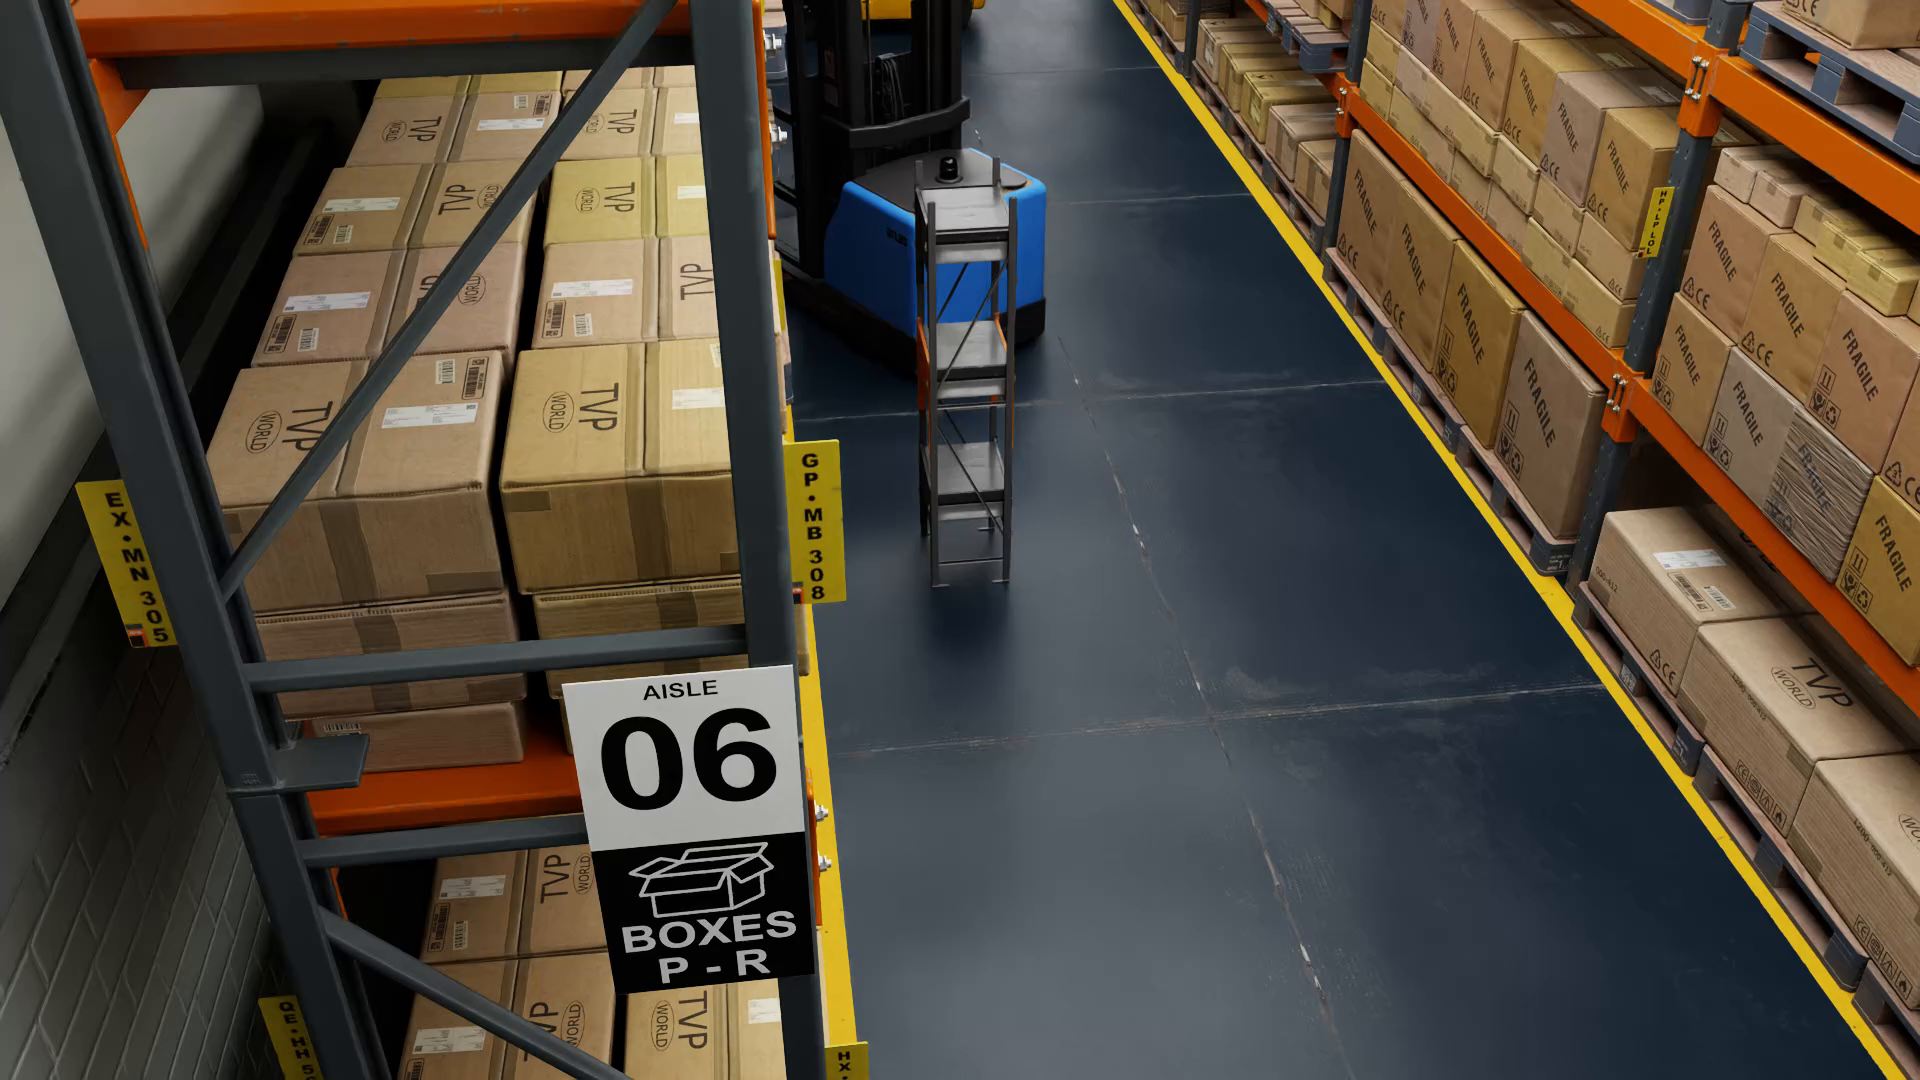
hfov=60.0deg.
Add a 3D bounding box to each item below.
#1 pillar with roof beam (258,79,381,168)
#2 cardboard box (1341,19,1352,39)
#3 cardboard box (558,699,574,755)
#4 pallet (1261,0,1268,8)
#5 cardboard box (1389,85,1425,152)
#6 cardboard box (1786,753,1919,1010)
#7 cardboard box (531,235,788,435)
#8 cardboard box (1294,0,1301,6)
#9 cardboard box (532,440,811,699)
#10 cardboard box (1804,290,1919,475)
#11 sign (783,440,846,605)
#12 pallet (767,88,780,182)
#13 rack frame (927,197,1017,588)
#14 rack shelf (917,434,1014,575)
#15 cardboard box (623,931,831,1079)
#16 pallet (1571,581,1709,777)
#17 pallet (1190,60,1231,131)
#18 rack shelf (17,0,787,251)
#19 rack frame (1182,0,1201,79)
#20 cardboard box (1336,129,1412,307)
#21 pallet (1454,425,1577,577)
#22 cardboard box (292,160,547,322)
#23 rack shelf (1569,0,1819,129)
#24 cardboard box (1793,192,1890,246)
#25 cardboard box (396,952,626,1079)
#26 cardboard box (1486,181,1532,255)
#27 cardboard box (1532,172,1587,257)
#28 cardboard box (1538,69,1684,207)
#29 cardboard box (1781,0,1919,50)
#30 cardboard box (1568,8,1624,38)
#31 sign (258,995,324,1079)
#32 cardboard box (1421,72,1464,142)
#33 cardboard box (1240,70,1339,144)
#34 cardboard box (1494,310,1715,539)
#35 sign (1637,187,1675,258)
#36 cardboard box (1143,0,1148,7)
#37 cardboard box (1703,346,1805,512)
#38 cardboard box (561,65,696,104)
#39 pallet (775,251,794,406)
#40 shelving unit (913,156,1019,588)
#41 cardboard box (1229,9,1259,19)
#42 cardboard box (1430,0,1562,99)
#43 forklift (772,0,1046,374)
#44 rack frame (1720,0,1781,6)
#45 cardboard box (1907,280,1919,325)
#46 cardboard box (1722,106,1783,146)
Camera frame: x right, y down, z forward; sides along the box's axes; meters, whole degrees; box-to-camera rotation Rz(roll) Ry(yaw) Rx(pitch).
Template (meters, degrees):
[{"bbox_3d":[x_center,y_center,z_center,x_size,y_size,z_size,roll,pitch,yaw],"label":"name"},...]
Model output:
[{"bbox_3d":[2.143,-2.964,5.237,9.100,9.000,0.400,-4,35,-6],"label":"pillar with roof beam"},{"bbox_3d":[2.779,-3.461,11.143,0.380,0.149,0.250,-3,34,-5],"label":"cardboard box"},{"bbox_3d":[-0.598,0.285,3.356,0.380,0.149,0.250,-4,34,-5],"label":"cardboard box"},{"bbox_3d":[2.750,-4.248,12.619,1.003,0.211,1.213,-4,35,-6],"label":"pallet"},{"bbox_3d":[2.959,-2.587,10.144,0.500,0.250,0.500,-5,35,-8],"label":"cardboard box"},{"bbox_3d":[3.813,1.253,6.279,0.875,0.438,0.875,-3,34,-5],"label":"cardboard box"},{"bbox_3d":[-0.646,-0.442,3.626,0.500,0.250,0.500,-5,35,-7],"label":"cardboard box"},{"bbox_3d":[2.567,-3.883,11.763,0.380,0.149,0.250,-6,35,-9],"label":"cardboard box"},{"bbox_3d":[-0.575,0.048,3.351,0.500,0.250,0.500,-5,35,-7],"label":"cardboard box"},{"bbox_3d":[3.538,-0.595,6.112,0.500,0.500,0.500,-4,34,-5],"label":"cardboard box"},{"bbox_3d":[-0.248,-0.025,2.813,0.100,0.325,0.005,-4,35,-6],"label":"sign"},{"bbox_3d":[-1.701,-2.396,9.901,1.213,0.211,1.003,-4,35,-6],"label":"pallet"},{"bbox_3d":[0.055,-0.639,7.952,0.400,2.100,0.015,-4,35,-6],"label":"rack frame"},{"bbox_3d":[0.022,-0.186,8.554,0.431,0.518,0.480,-4,35,-6],"label":"rack shelf"},{"bbox_3d":[-0.580,1.282,4.203,0.500,0.250,0.500,-4,34,-6],"label":"cardboard box"},{"bbox_3d":[3.619,0.589,7.827,1.003,0.211,1.213,-4,35,-6],"label":"pallet"},{"bbox_3d":[2.625,-3.871,14.372,1.003,0.211,1.213,-4,35,-6],"label":"pallet"},{"bbox_3d":[-1.055,-1.680,3.995,1.077,0.370,4.000,-4,35,-6],"label":"rack shelf"},{"bbox_3d":[2.518,-5.458,14.224,1.000,3.000,0.127,-4,35,-6],"label":"rack frame"},{"bbox_3d":[3.067,-2.130,10.854,0.875,0.875,0.875,-5,35,-7],"label":"cardboard box"},{"bbox_3d":[3.416,-0.266,9.082,1.003,0.211,1.213,-4,35,-6],"label":"pallet"},{"bbox_3d":[-1.271,-0.695,3.996,0.500,0.250,0.500,-4,34,-6],"label":"cardboard box"},{"bbox_3d":[3.325,-3.052,8.669,1.077,0.370,4.000,-4,35,-6],"label":"rack shelf"},{"bbox_3d":[3.506,-1.239,6.481,0.380,0.149,0.250,-5,35,-7],"label":"cardboard box"},{"bbox_3d":[-1.111,1.319,4.149,0.500,0.250,0.500,-3,34,-5],"label":"cardboard box"},{"bbox_3d":[3.168,-1.730,8.887,0.500,0.250,0.500,-5,35,-8],"label":"cardboard box"},{"bbox_3d":[3.220,-1.644,8.317,0.500,0.250,0.500,-4,34,-5],"label":"cardboard box"},{"bbox_3d":[3.208,-1.967,8.124,0.500,0.500,0.500,-4,34,-5],"label":"cardboard box"},{"bbox_3d":[3.465,-2.145,6.149,0.500,0.500,0.500,-4,34,-6],"label":"cardboard box"},{"bbox_3d":[3.583,-2.565,9.003,0.500,0.500,0.500,-5,35,-7],"label":"cardboard box"},{"bbox_3d":[-1.338,1.038,3.383,0.100,0.325,0.005,-4,35,-6],"label":"sign"},{"bbox_3d":[3.003,-2.501,9.575,0.500,0.250,0.500,-4,35,-7],"label":"cardboard box"},{"bbox_3d":[2.787,-3.464,13.259,0.950,0.372,0.625,-3,34,-5],"label":"cardboard box"},{"bbox_3d":[3.432,-0.629,8.652,0.875,0.875,0.875,-3,34,-5],"label":"cardboard box"},{"bbox_3d":[3.058,-1.393,7.301,0.100,0.325,0.005,-4,35,-6],"label":"sign"},{"bbox_3d":[2.027,-5.385,16.186,0.500,0.250,0.500,-4,34,-6],"label":"cardboard box"},{"bbox_3d":[3.462,-0.472,6.819,0.500,0.500,0.500,-4,34,-6],"label":"cardboard box"},{"bbox_3d":[-0.881,-1.293,4.874,0.500,0.250,0.500,-4,34,-6],"label":"cardboard box"},{"bbox_3d":[-1.323,-0.991,7.839,1.003,0.211,1.213,-4,35,-6],"label":"pallet"},{"bbox_3d":[0.022,-0.775,8.152,0.431,2.100,0.503,-4,35,-6],"label":"shelving unit"},{"bbox_3d":[2.707,-4.845,15.393,0.500,0.250,0.500,-6,35,-9],"label":"cardboard box"},{"bbox_3d":[3.011,-2.821,9.377,0.500,0.500,0.500,-3,34,-5],"label":"cardboard box"},{"bbox_3d":[-0.745,-3.004,10.684,1.130,2.935,3.031,-23,41,-30],"label":"forklift"},{"bbox_3d":[3.594,-3.473,5.984,1.000,3.000,0.127,-4,35,-6],"label":"rack frame"},{"bbox_3d":[3.601,-0.811,5.853,0.380,0.149,0.250,-4,35,-7],"label":"cardboard box"},{"bbox_3d":[3.820,-1.715,7.756,0.500,0.500,0.500,-4,34,-6],"label":"cardboard box"}]
